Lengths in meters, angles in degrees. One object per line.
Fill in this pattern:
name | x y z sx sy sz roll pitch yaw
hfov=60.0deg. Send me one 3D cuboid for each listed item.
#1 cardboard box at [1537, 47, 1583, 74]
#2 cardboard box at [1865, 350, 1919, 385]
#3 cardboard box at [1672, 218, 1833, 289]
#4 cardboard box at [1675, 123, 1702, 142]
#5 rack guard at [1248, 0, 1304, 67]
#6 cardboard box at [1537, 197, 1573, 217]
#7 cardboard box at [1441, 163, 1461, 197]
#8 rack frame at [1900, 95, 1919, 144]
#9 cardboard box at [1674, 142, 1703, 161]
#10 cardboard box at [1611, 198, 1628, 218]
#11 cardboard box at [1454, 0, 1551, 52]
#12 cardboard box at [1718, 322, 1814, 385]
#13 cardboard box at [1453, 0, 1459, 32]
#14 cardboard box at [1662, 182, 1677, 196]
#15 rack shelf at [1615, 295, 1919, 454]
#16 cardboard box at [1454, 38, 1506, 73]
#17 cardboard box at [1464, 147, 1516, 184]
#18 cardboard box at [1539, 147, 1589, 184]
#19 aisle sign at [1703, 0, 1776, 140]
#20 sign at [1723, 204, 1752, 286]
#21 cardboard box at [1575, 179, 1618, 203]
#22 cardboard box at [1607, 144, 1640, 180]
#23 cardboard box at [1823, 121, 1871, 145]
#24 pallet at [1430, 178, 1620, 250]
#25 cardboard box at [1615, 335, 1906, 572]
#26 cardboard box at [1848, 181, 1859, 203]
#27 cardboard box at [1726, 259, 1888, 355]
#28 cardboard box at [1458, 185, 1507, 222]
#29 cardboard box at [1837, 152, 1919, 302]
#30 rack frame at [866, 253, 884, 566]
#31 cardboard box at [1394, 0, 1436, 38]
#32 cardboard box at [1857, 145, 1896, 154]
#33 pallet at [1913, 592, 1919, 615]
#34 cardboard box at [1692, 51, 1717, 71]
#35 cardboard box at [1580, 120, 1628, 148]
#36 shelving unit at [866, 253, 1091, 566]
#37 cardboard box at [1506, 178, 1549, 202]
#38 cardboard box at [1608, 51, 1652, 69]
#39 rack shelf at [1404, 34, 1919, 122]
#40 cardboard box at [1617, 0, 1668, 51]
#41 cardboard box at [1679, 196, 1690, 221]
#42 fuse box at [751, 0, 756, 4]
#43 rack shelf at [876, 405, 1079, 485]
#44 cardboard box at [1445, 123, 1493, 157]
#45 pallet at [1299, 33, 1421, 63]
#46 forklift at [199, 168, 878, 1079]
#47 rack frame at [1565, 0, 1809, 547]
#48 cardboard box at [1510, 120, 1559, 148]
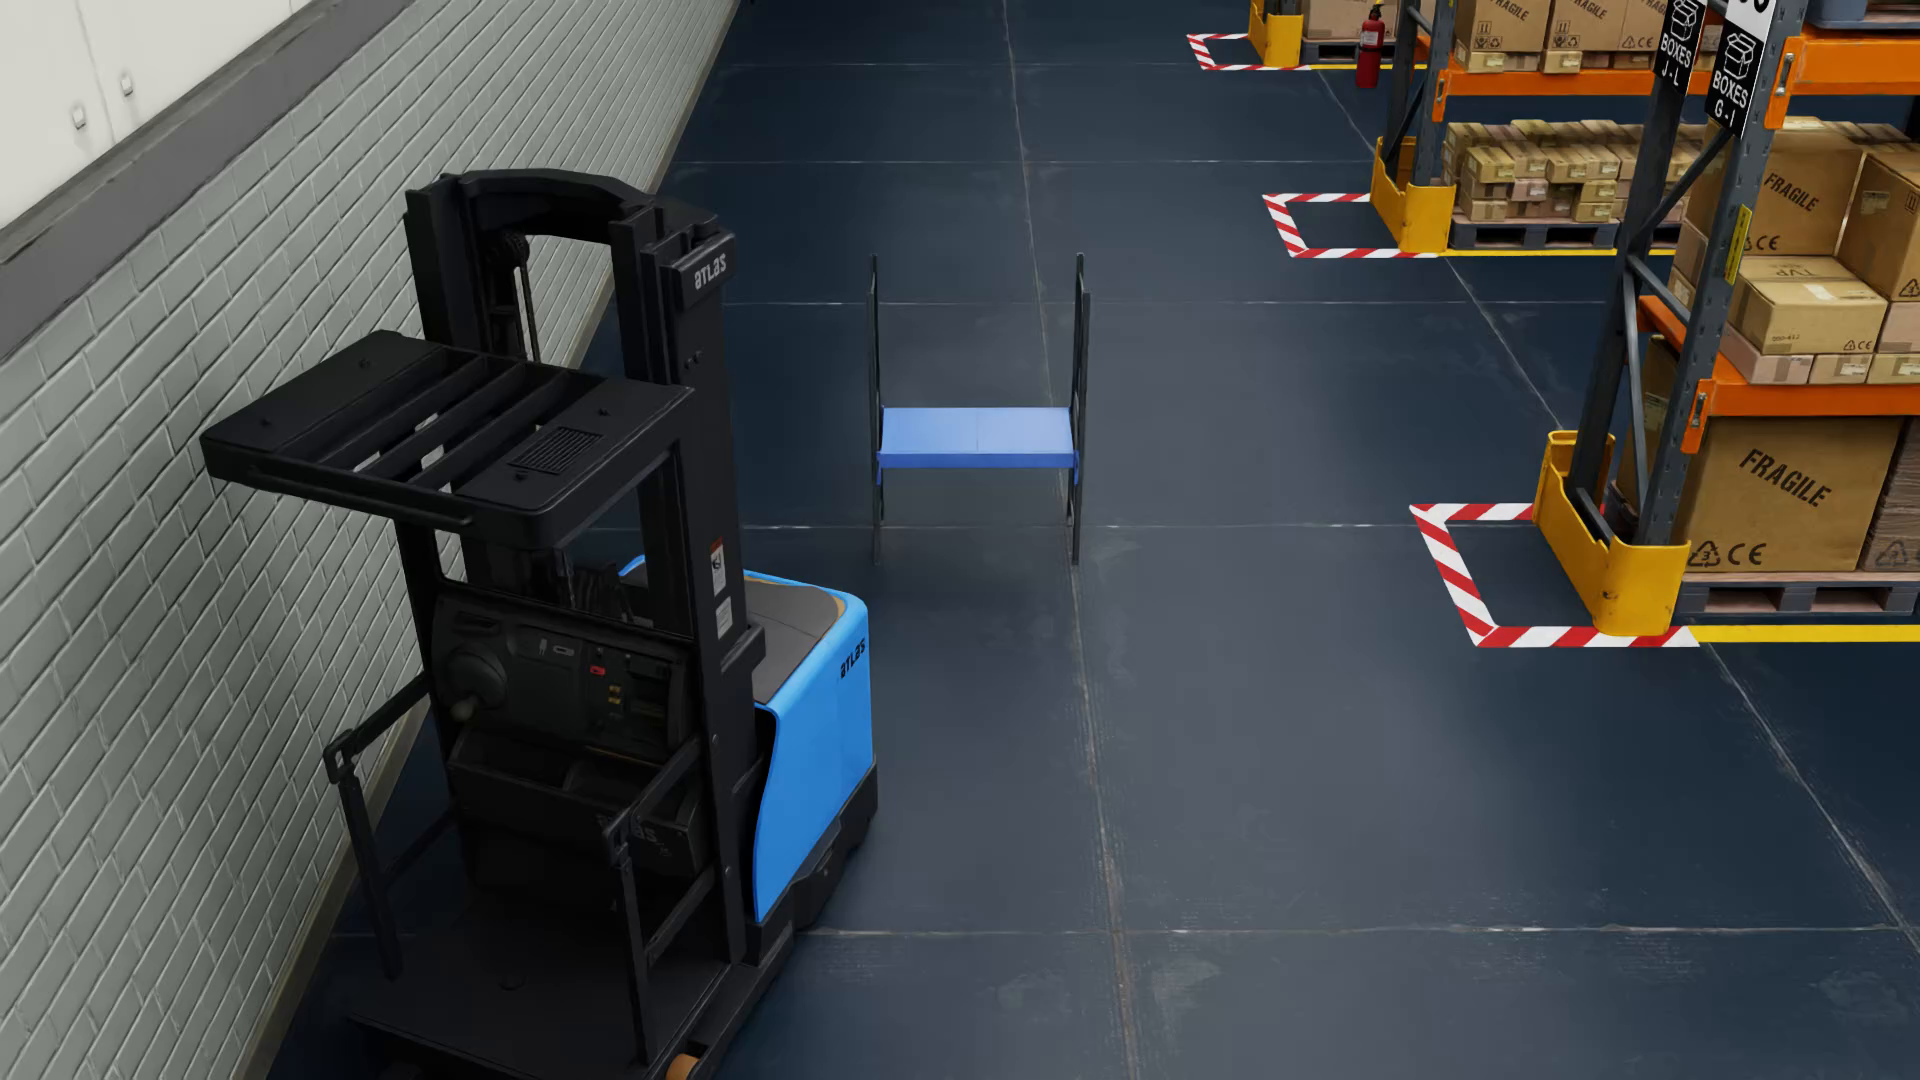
cardboard box | 4.191 -3.416 11.730 0.250 0.149 0.380 -1 31 -2
cardboard box | 4.140 -0.849 7.500 0.250 0.149 0.380 -1 31 -1
cardboard box | 3.753 -1.326 7.902 0.500 0.250 0.500 -1 31 -1
cardboard box | 5.433 -3.039 12.637 0.250 0.149 0.380 0 31 0
rack guard | 3.186 -5.195 16.831 0.348 0.500 1.175 0 31 0
cardboard box | 4.377 -2.541 12.390 0.250 0.149 0.380 0 31 0
cardboard box | 3.866 -2.767 12.763 0.250 0.149 0.380 0 31 1
rack frame | 7.341 -3.709 11.972 0.127 3.000 1.000 0 31 0
cardboard box | 5.434 -2.802 12.247 0.250 0.149 0.380 0 31 0
cardboard box | 4.887 -2.535 12.380 0.250 0.149 0.380 0 31 0
cardboard box | 3.792 -3.725 11.614 0.500 0.500 0.500 1 31 2
cardboard box | 3.627 -0.846 7.495 0.250 0.149 0.380 0 31 0
cardboard box | 3.789 -4.002 12.071 0.500 0.500 0.500 0 31 1
cardboard box | 5.178 -2.688 12.346 0.250 0.149 0.380 1 31 2
rack shelf | 5.270 -0.822 7.907 4.000 0.370 1.077 0 31 0
cardboard box | 3.667 -3.420 11.738 0.250 0.149 0.380 0 31 -1
cardboard box | 3.867 -2.737 12.140 0.250 0.149 0.380 -2 31 -3
cardboard box | 4.395 -2.735 12.136 0.250 0.149 0.380 0 31 0
aisle sign | 3.200 -2.079 6.779 0.004 0.787 0.394 0 31 0
sign | 3.267 -1.240 6.991 0.005 0.325 0.100 0 31 0
cardboard box | 4.642 -2.616 12.227 0.250 0.149 0.380 1 31 1
cardboard box | 4.920 -2.775 12.201 0.250 0.149 0.380 1 31 2
cardboard box | 6.720 -3.061 12.673 0.250 0.149 0.380 1 31 2
pallet | 4.230 -2.489 12.649 1.213 0.211 1.003 0 31 0
cardboard box | 3.910 -0.438 8.224 0.875 0.875 0.875 0 31 0
cardboard box | 6.490 -2.614 12.224 0.250 0.149 0.380 -1 31 -2
cardboard box | 3.752 -1.048 7.444 0.500 0.250 0.500 -1 31 -2
cardboard box | 3.867 -2.493 12.311 0.250 0.149 0.380 0 31 1
cardboard box | 4.252 -1.370 7.252 0.500 0.500 0.500 -1 31 -1
rack frame | -0.423 -0.640 8.359 0.032 1.500 0.500 0 31 0
cardboard box | 4.785 -5.409 16.839 0.875 0.438 0.875 1 31 1
cardboard box | 6.732 -2.767 12.189 0.250 0.149 0.380 0 31 0
pallet | 5.286 0.023 8.509 1.213 0.211 1.003 0 31 0
cardboard box | 5.227 -3.452 11.790 0.250 0.149 0.380 1 31 2
cardboard box | 4.907 -3.080 12.705 0.250 0.149 0.380 1 31 2
shelving unit | 0.085 -0.641 8.361 1.048 1.500 0.538 0 31 0
cardboard box | 4.141 -2.625 12.241 0.250 0.149 0.380 0 31 -1
cardboard box | 4.721 -3.476 11.829 0.250 0.149 0.380 0 31 -1
rack shelf | 5.341 -3.396 12.148 4.000 0.370 1.077 0 31 0
cardboard box | 4.817 -3.735 11.631 0.500 0.500 0.500 0 31 0
cardboard box | 5.414 -2.505 12.330 0.250 0.149 0.380 0 31 0
fuse box | -2.295 -6.774 18.265 0.414 1.711 0.539 0 31 0
rack shelf | 0.085 -0.488 8.455 1.000 0.185 0.538 0 31 0
cardboard box | 3.869 -3.045 12.647 0.250 0.149 0.380 0 31 0
pallet | 4.009 -5.115 16.977 1.213 0.211 1.003 0 31 0
forklift | -1.356 0.494 5.110 1.130 2.935 3.031 12 33 19
rack frame | 3.270 -1.124 7.710 0.127 3.000 1.000 0 31 0
cardboard box | 4.379 -3.083 12.709 0.250 0.149 0.380 -1 31 -1
